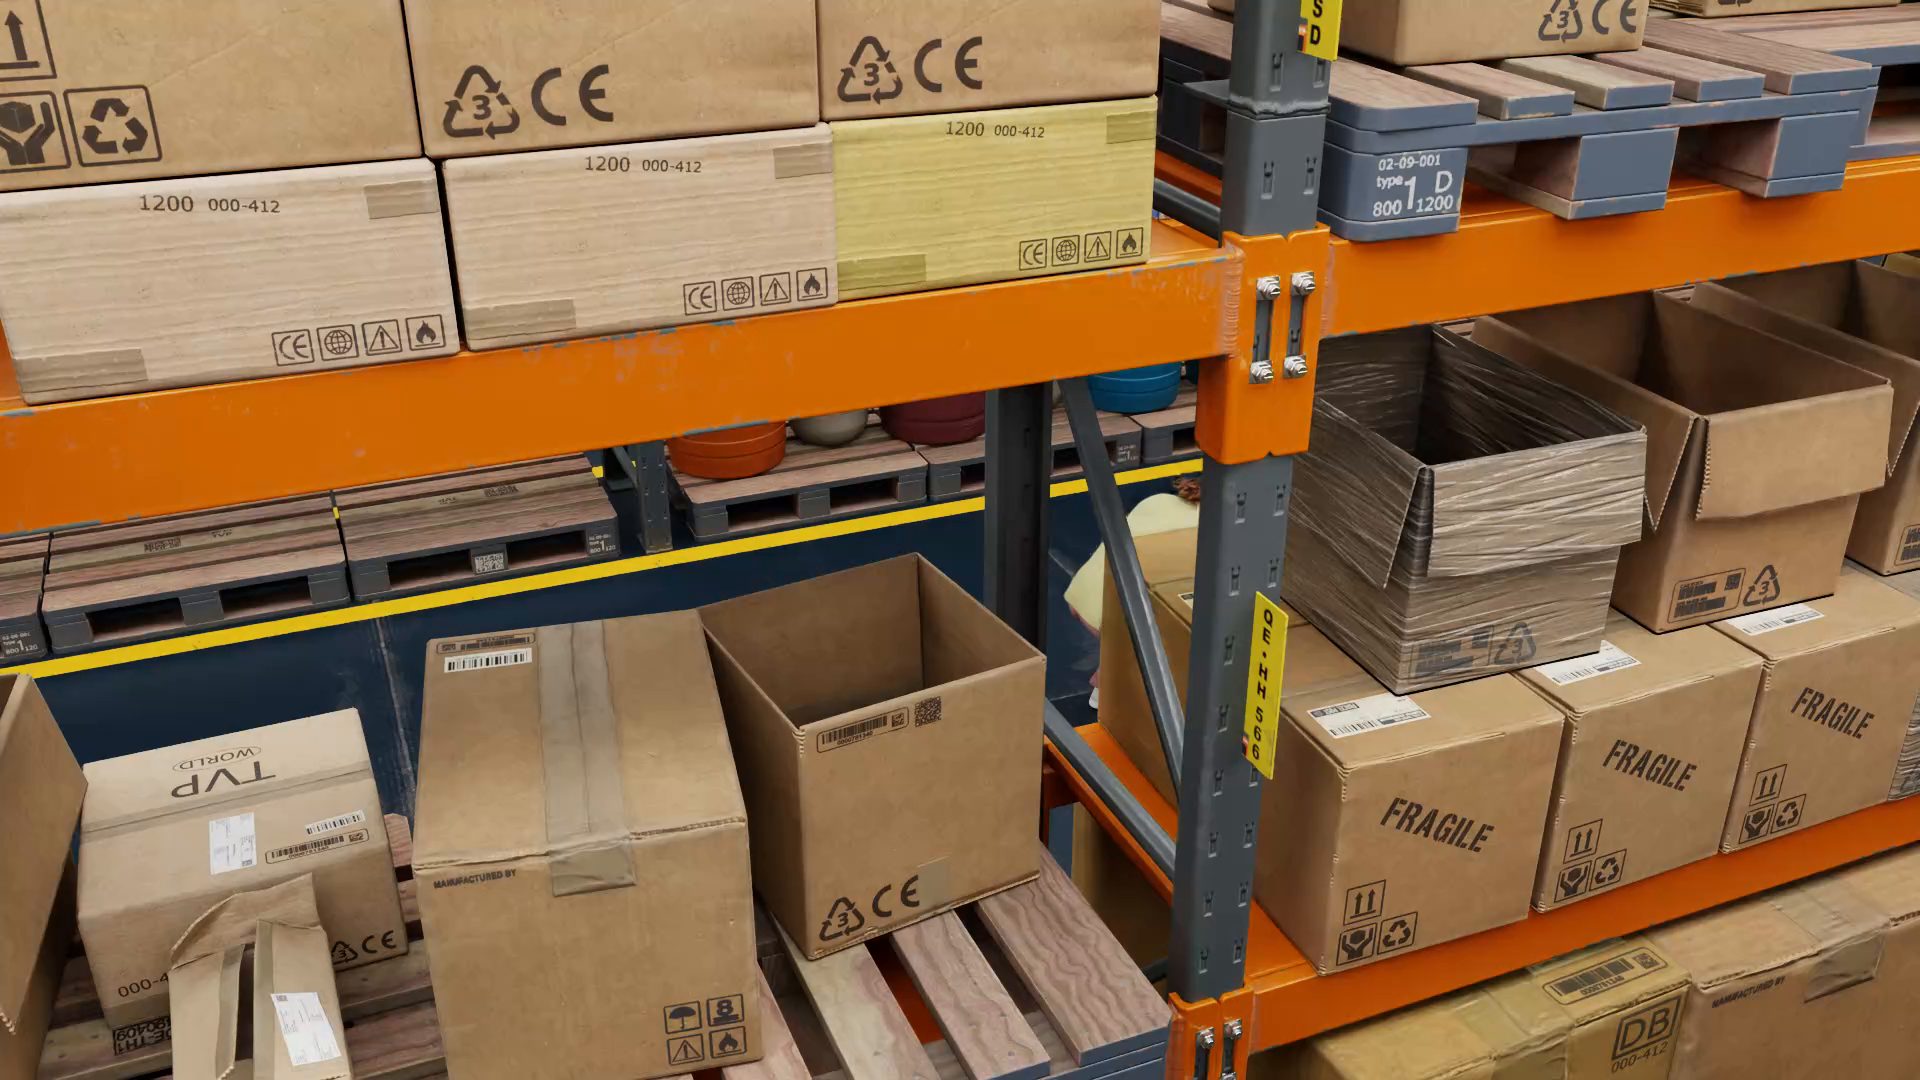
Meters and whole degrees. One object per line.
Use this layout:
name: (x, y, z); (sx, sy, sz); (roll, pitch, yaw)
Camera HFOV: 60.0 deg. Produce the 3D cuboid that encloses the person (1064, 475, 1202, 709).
person: (0.773, 0.214, 6.459); (0.775, 0.991, 0.496); (-11, 28, -21)
